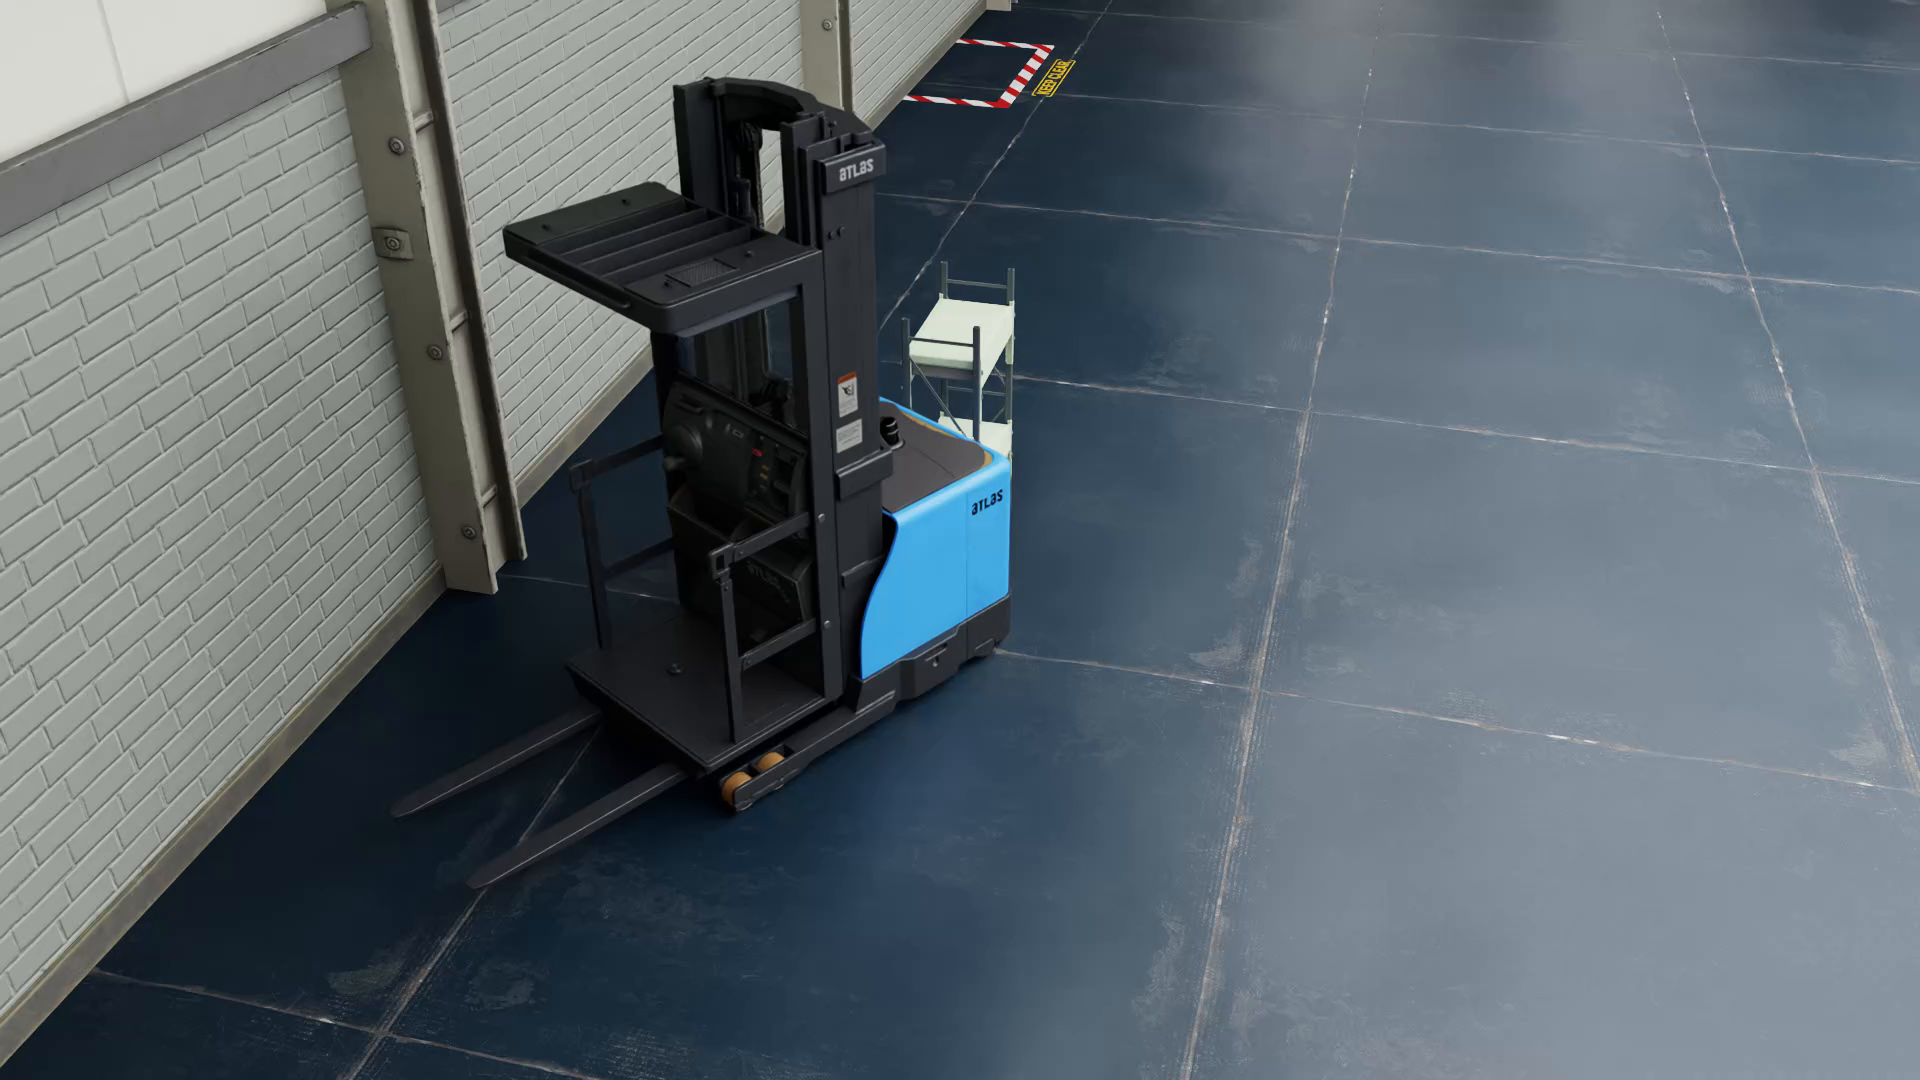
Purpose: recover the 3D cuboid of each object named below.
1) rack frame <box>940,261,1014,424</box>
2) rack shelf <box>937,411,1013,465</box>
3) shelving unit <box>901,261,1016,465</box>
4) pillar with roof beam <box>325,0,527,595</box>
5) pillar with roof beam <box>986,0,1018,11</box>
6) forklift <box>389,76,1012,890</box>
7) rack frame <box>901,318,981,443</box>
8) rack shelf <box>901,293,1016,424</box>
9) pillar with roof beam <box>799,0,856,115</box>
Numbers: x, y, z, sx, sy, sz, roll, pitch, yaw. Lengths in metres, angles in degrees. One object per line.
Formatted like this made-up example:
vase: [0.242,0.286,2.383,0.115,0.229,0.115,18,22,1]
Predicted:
rack frame: [0.091,-0.819,9.211,0.400,1.500,0.023,8,33,12]
rack shelf: [-0.002,-0.354,9.087,0.431,0.370,0.720,8,33,12]
shelving unit: [-0.002,-0.629,8.912,0.431,1.500,0.755,8,33,12]
pillar with roof beam: [1.579,-3.044,5.720,9.100,9.000,0.400,8,33,12]
pillar with roof beam: [4.625,-9.271,15.515,9.100,9.000,0.400,8,33,12]
forklift: [-1.136,-0.344,7.130,1.130,2.935,3.031,28,42,36]
rack frame: [-0.095,-0.440,8.613,0.400,1.500,0.023,8,33,12]
rack shelf: [-0.002,-0.959,8.703,0.431,0.370,0.720,8,33,12]
pillar with roof beam: [3.102,-6.157,10.618,9.100,9.000,0.400,8,33,12]
